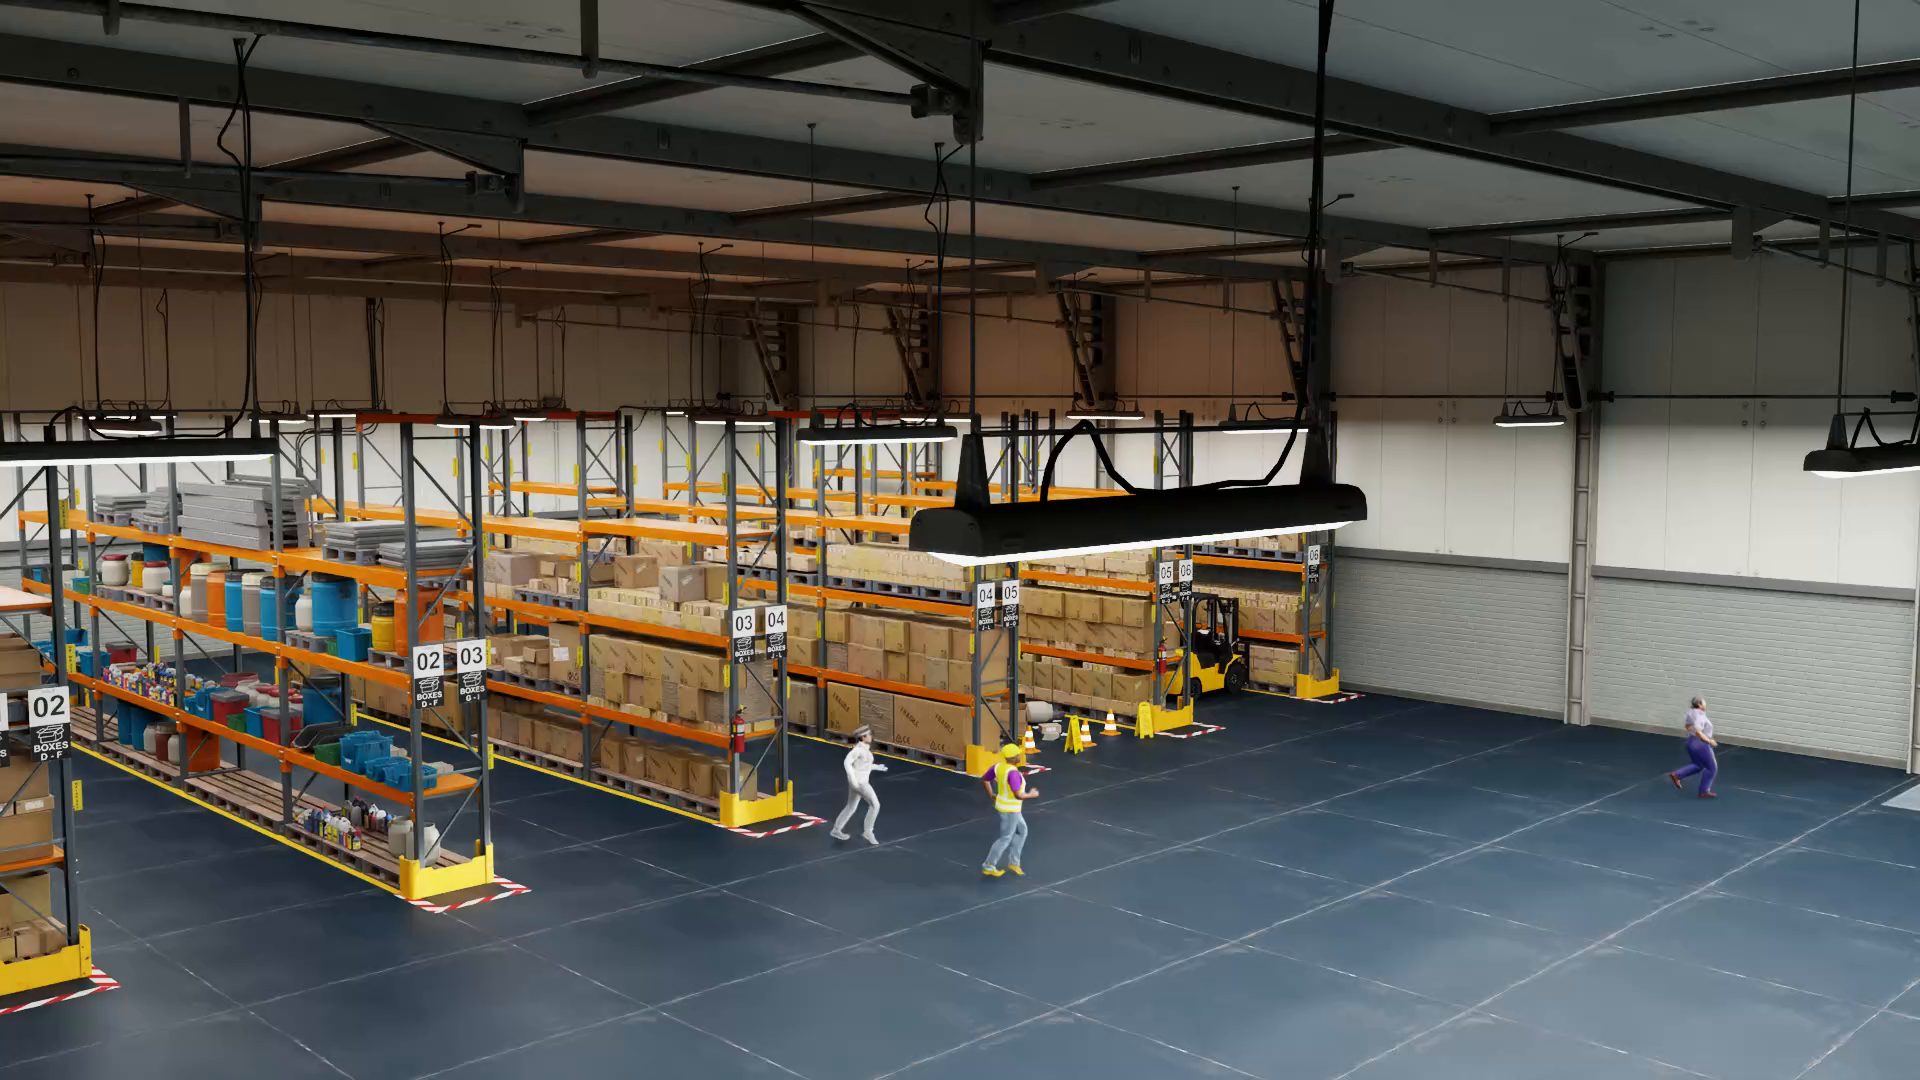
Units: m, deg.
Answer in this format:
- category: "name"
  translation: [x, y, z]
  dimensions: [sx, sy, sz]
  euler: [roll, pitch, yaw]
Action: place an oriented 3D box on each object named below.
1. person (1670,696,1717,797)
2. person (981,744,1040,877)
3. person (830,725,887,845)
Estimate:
- category: "person"
  translation: [11.627, 3.260, 26.240]
  dimensions: [0.668, 1.589, 0.613]
  euler: [0, 5, 1]
- category: "person"
  translation: [0.652, 3.576, 21.776]
  dimensions: [0.759, 1.825, 0.680]
  euler: [-1, 5, -14]
- category: "person"
  translation: [-1.430, 3.466, 23.518]
  dimensions: [0.818, 1.724, 0.548]
  euler: [-1, 5, -7]
